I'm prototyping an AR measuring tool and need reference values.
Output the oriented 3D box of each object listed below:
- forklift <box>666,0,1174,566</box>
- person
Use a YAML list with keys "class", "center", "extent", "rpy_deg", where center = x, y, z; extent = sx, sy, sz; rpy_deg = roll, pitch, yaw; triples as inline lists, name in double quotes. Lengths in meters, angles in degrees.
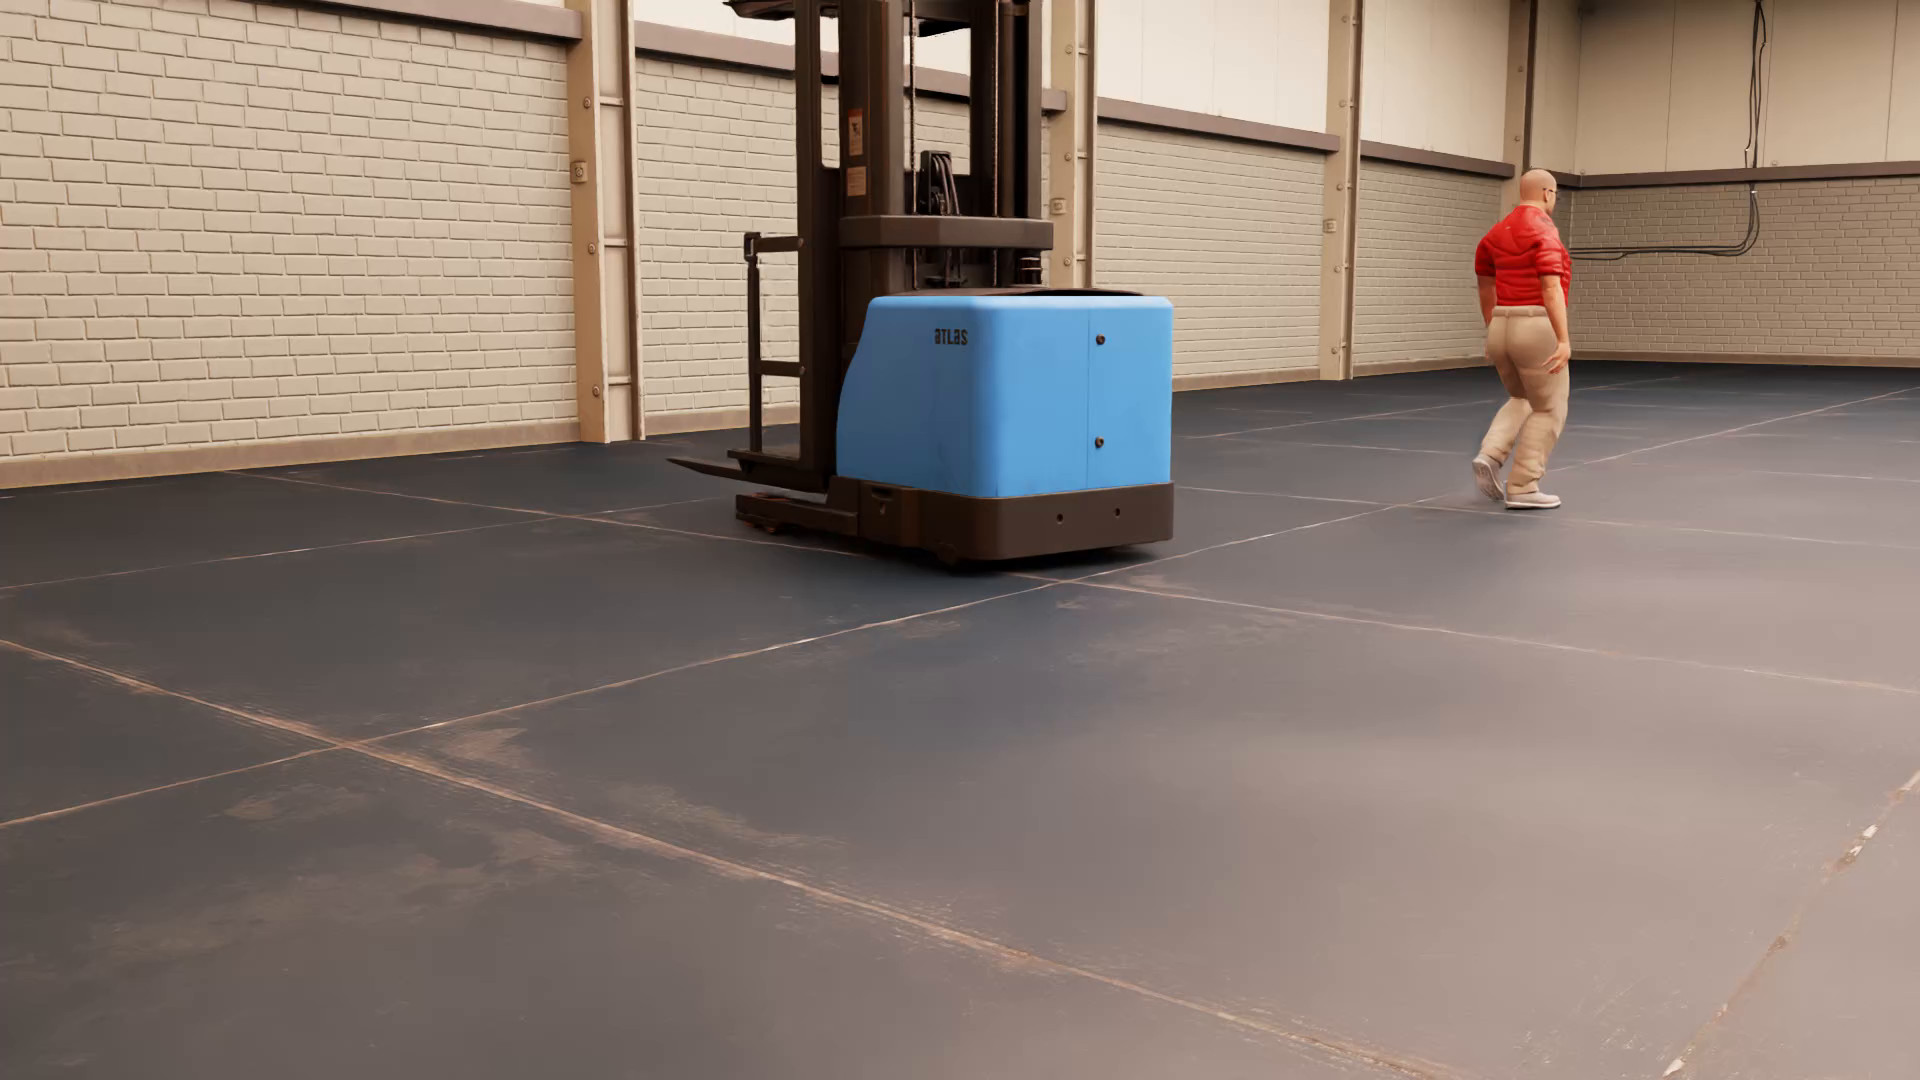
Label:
- class: "forklift"
  center: [-0.391, -1.516, 7.643]
  extent: [1.130, 2.935, 3.031]
  rpy_deg: [-6, 10, -36]
- class: "person"
  center: [2.936, -1.023, 8.506]
  extent: [0.465, 1.709, 0.682]
  rpy_deg: [-4, 9, -23]
